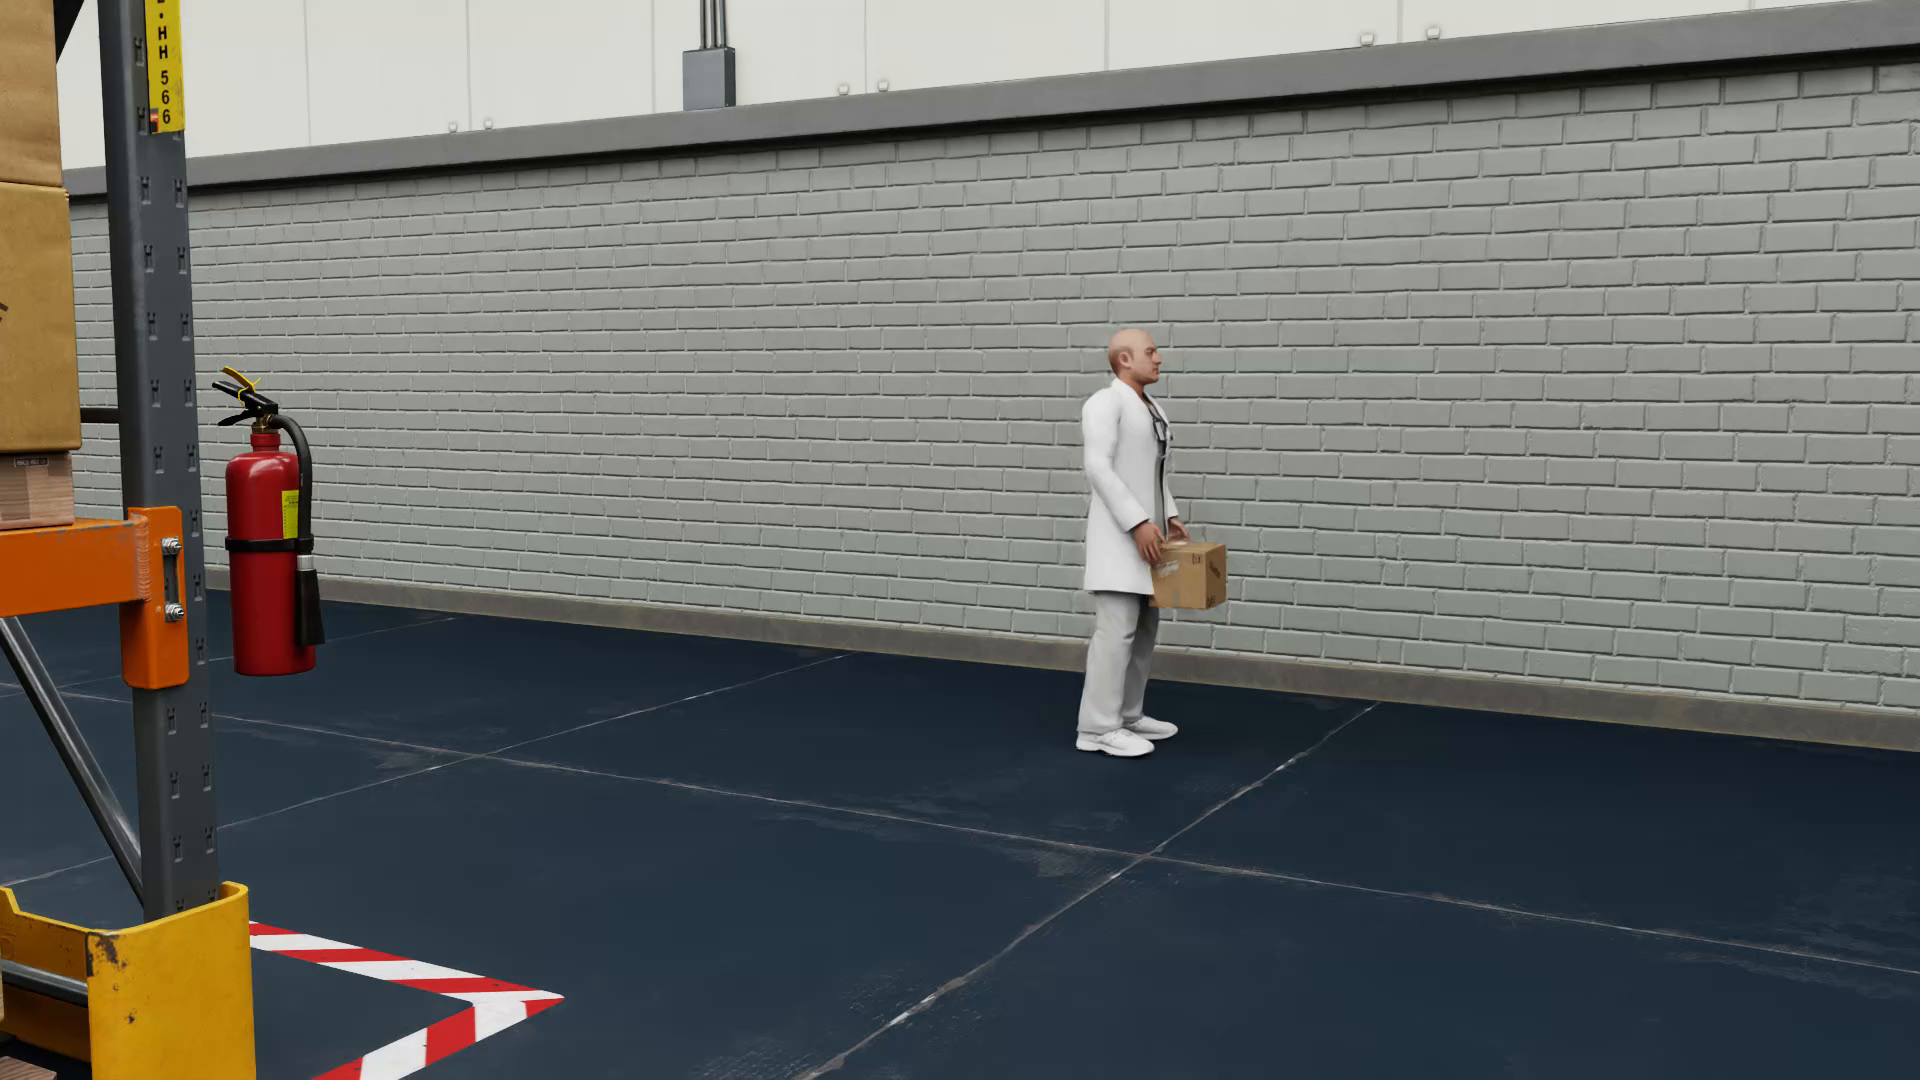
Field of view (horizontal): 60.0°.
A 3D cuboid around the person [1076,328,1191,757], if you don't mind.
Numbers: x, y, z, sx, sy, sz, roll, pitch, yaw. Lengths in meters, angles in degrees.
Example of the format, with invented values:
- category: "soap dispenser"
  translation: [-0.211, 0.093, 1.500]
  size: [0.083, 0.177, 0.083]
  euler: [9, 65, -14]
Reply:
- category: "person"
  translation: [0.748, -0.007, 7.099]
  size: [0.436, 1.779, 0.651]
  euler: [3, 7, 29]
